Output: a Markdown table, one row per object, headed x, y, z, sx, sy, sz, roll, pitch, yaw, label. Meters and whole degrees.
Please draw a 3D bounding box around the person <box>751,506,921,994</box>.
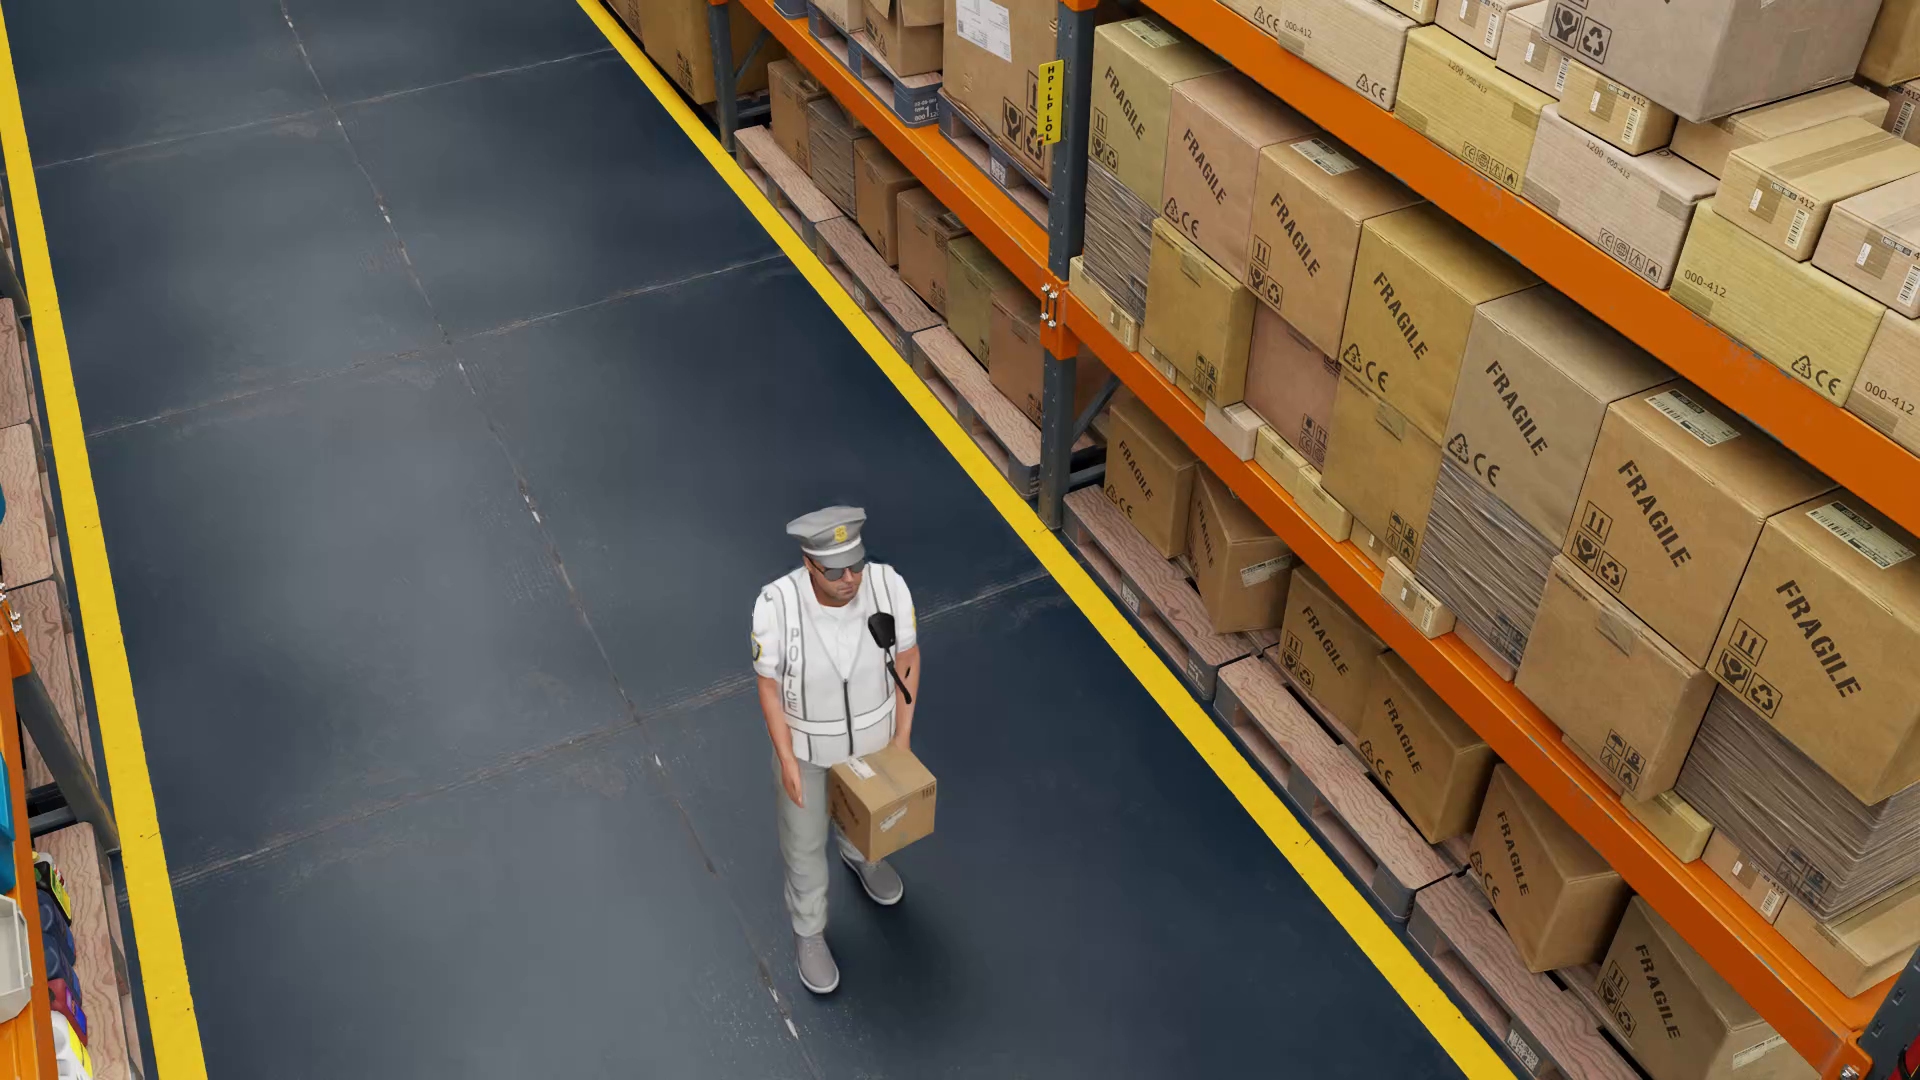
| x | y | z | sx | sy | sz | roll | pitch | yaw | label |
| --- | --- | --- | --- | --- | --- | --- | --- | --- | --- |
| -0.361 | 0.660 | 5.361 | 0.570 | 1.778 | 0.601 | -15 | 43 | -17 | person |
